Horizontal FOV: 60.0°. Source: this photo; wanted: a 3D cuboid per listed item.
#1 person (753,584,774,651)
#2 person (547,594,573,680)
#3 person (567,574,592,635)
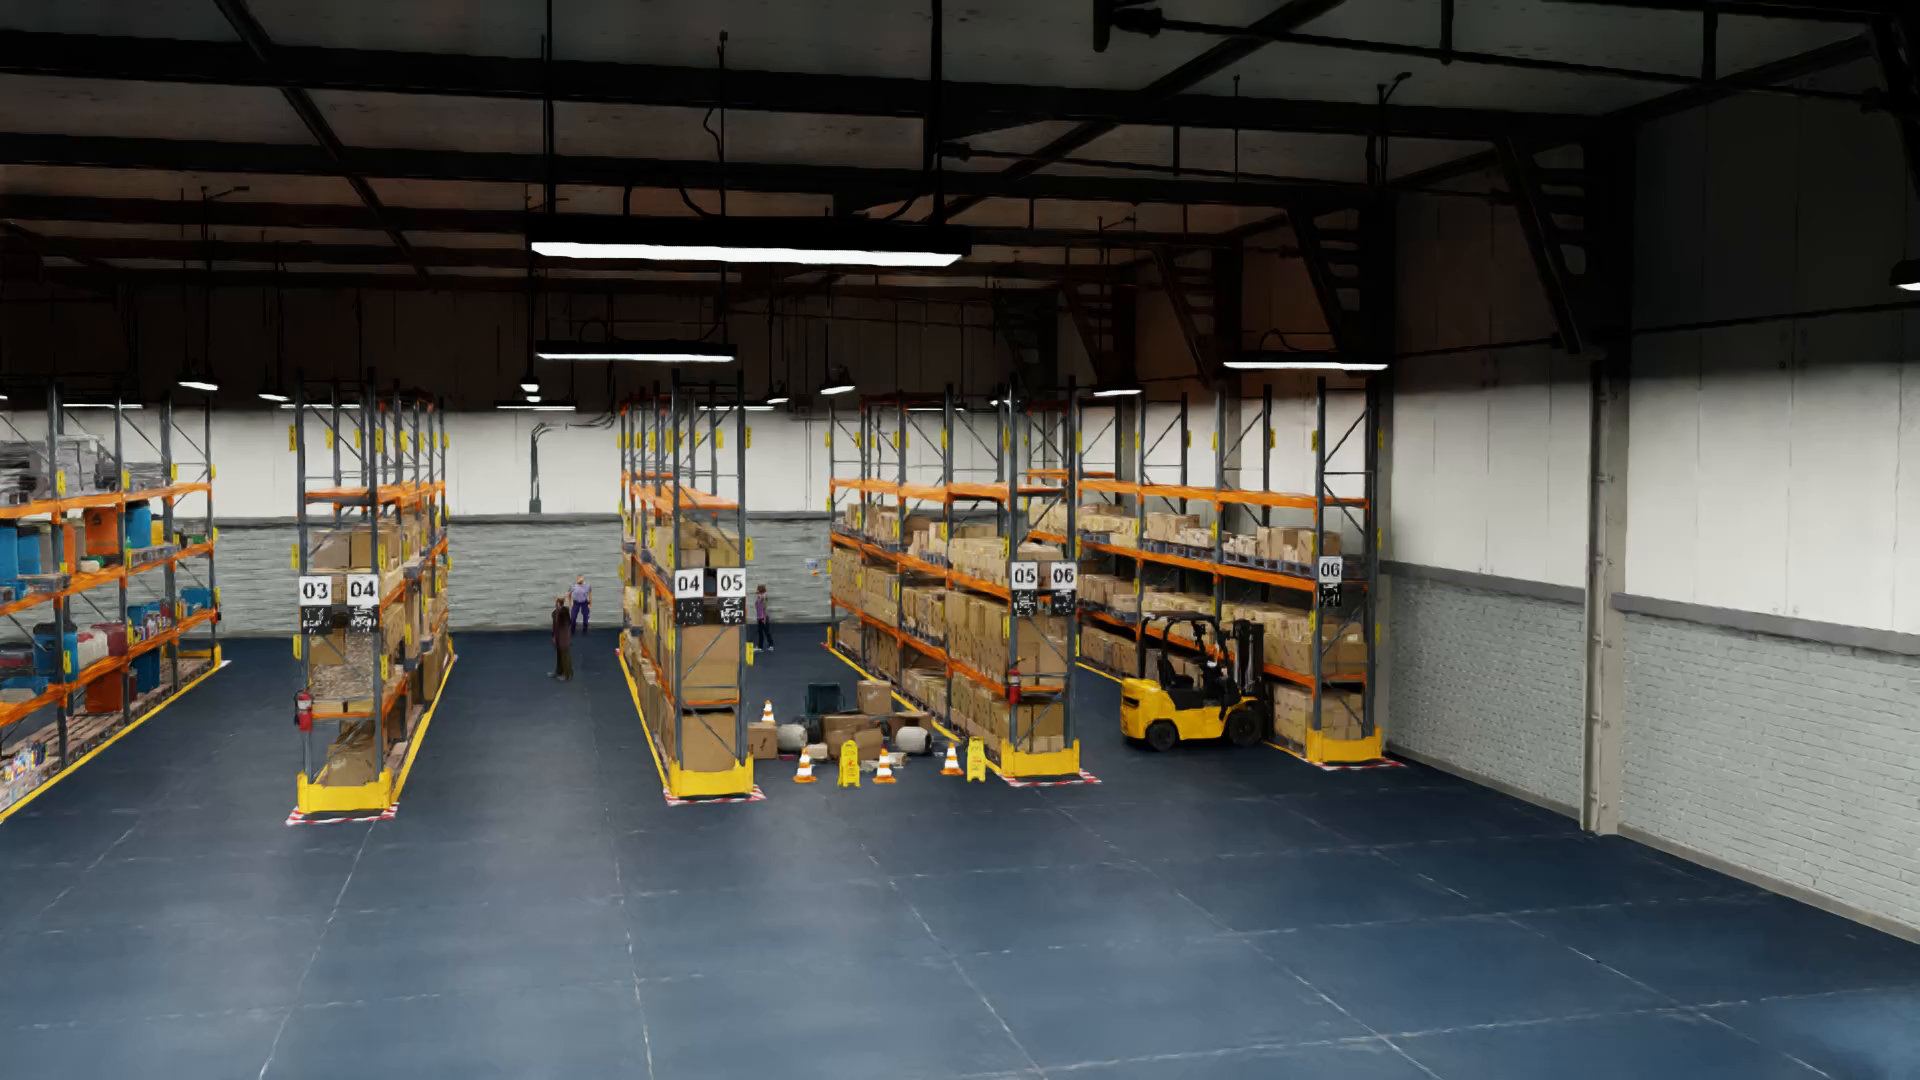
[{"bbox_3d":[-4.677,1.844,39.510,0.464,1.594,0.528,-1,4,-22],"label":"person"},{"bbox_3d":[-8.390,2.017,34.843,0.654,1.771,0.697,0,3,5],"label":"person"},{"bbox_3d":[-9.781,1.660,42.806,0.625,1.596,0.517,-1,4,-16],"label":"person"}]
